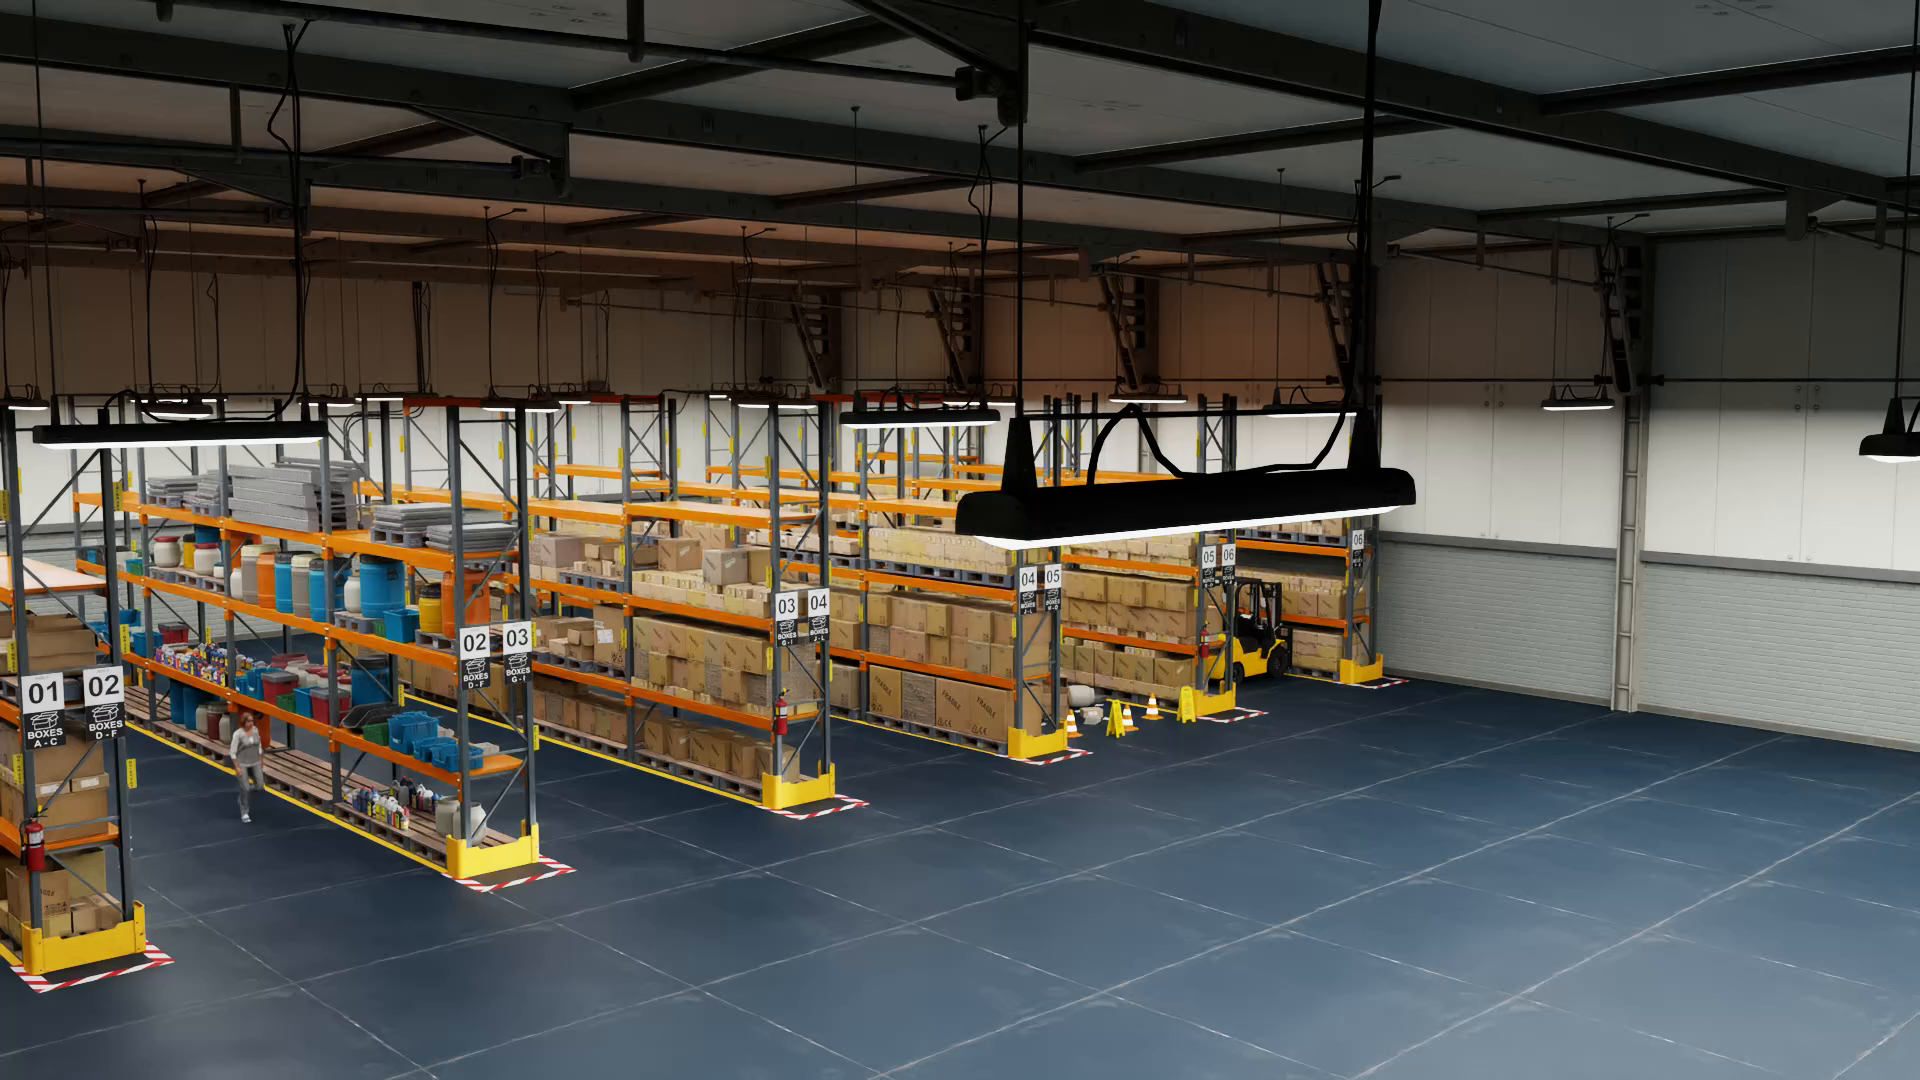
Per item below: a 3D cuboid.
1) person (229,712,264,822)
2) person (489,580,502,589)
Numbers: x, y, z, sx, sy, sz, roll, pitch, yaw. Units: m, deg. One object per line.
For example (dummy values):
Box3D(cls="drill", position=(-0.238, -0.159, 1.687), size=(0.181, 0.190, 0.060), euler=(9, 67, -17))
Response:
Box3D(cls="person", position=(-10.296, 3.251, 23.943), size=(0.475, 1.573, 0.501), euler=(4, 7, 39))
Box3D(cls="person", position=(-11.585, 1.543, 41.167), size=(0.473, 1.632, 1.016), euler=(2, 6, 24))
